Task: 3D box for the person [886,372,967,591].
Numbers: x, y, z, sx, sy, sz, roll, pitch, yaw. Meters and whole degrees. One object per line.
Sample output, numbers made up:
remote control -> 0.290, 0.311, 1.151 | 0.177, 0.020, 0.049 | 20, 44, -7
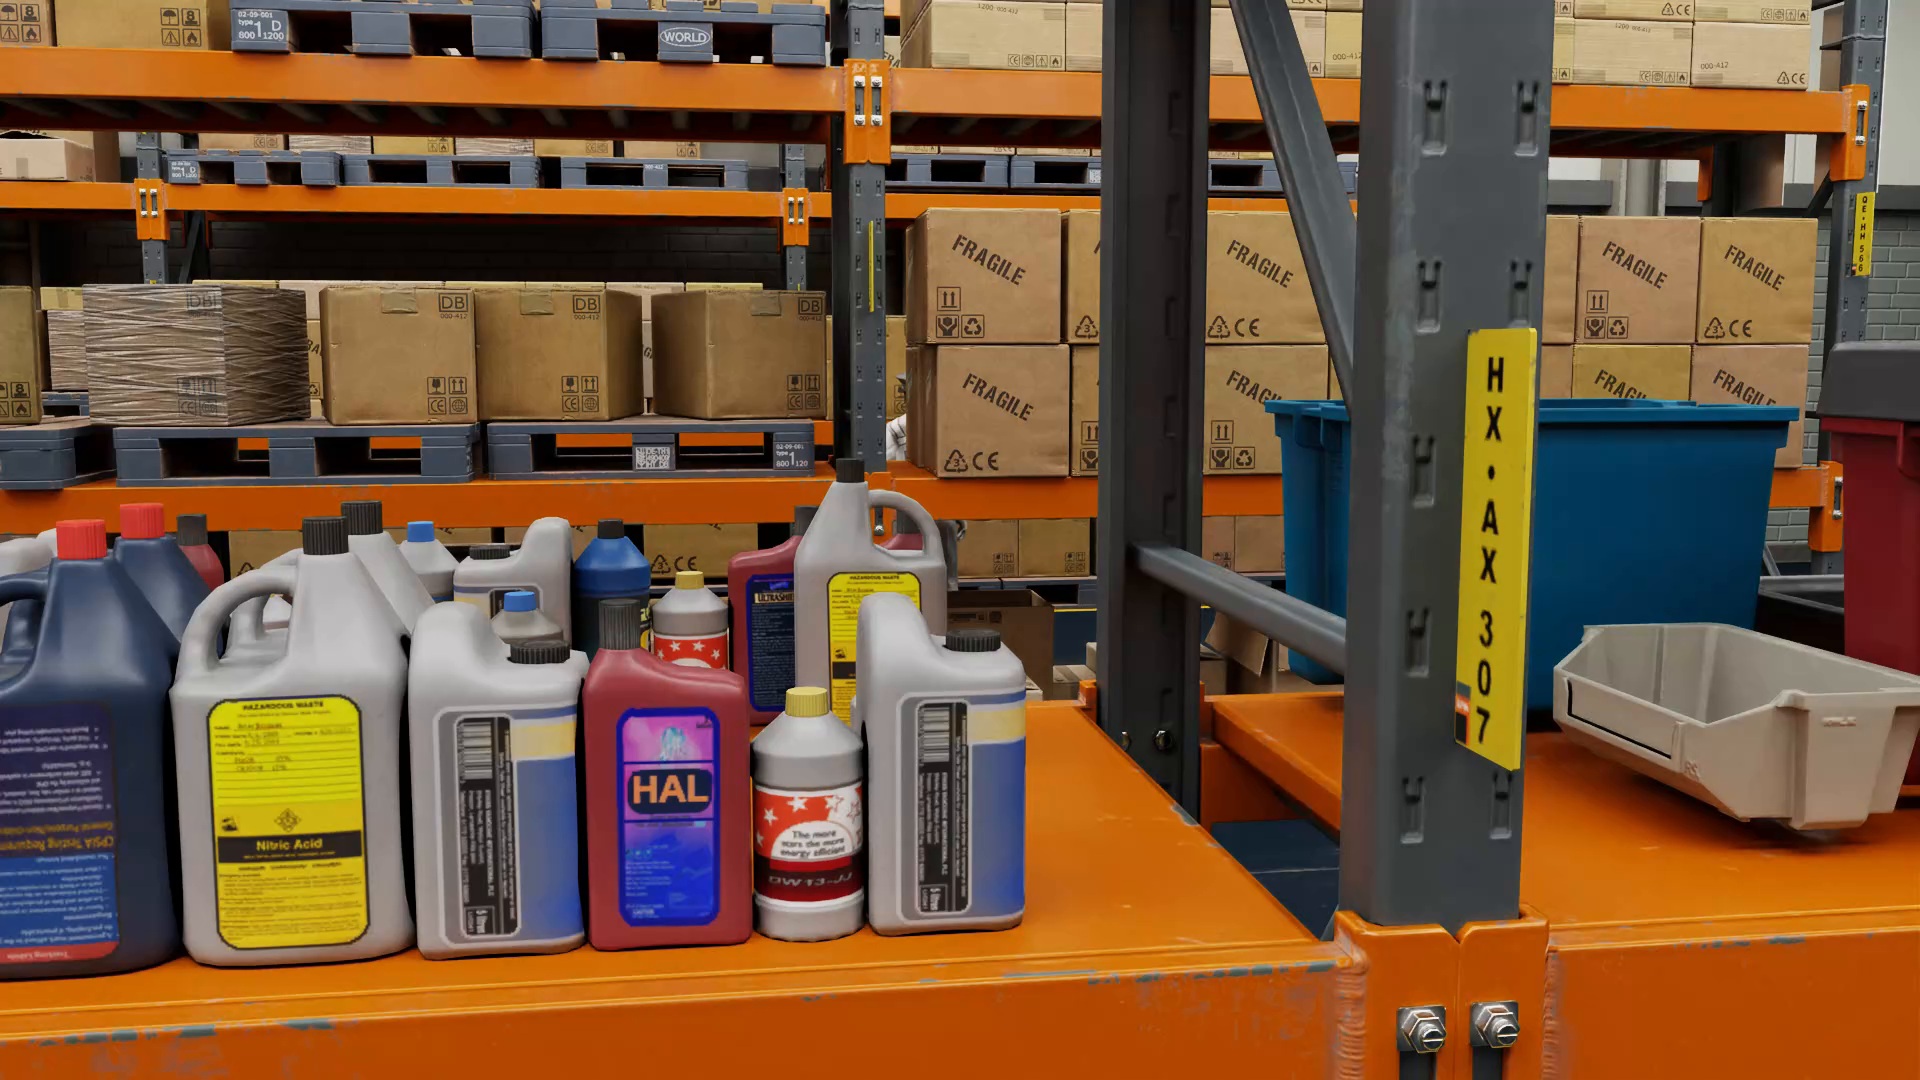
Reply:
person -> -0.208, -0.120, 9.364 | 0.530, 1.663, 0.376 | -1, 7, -9
